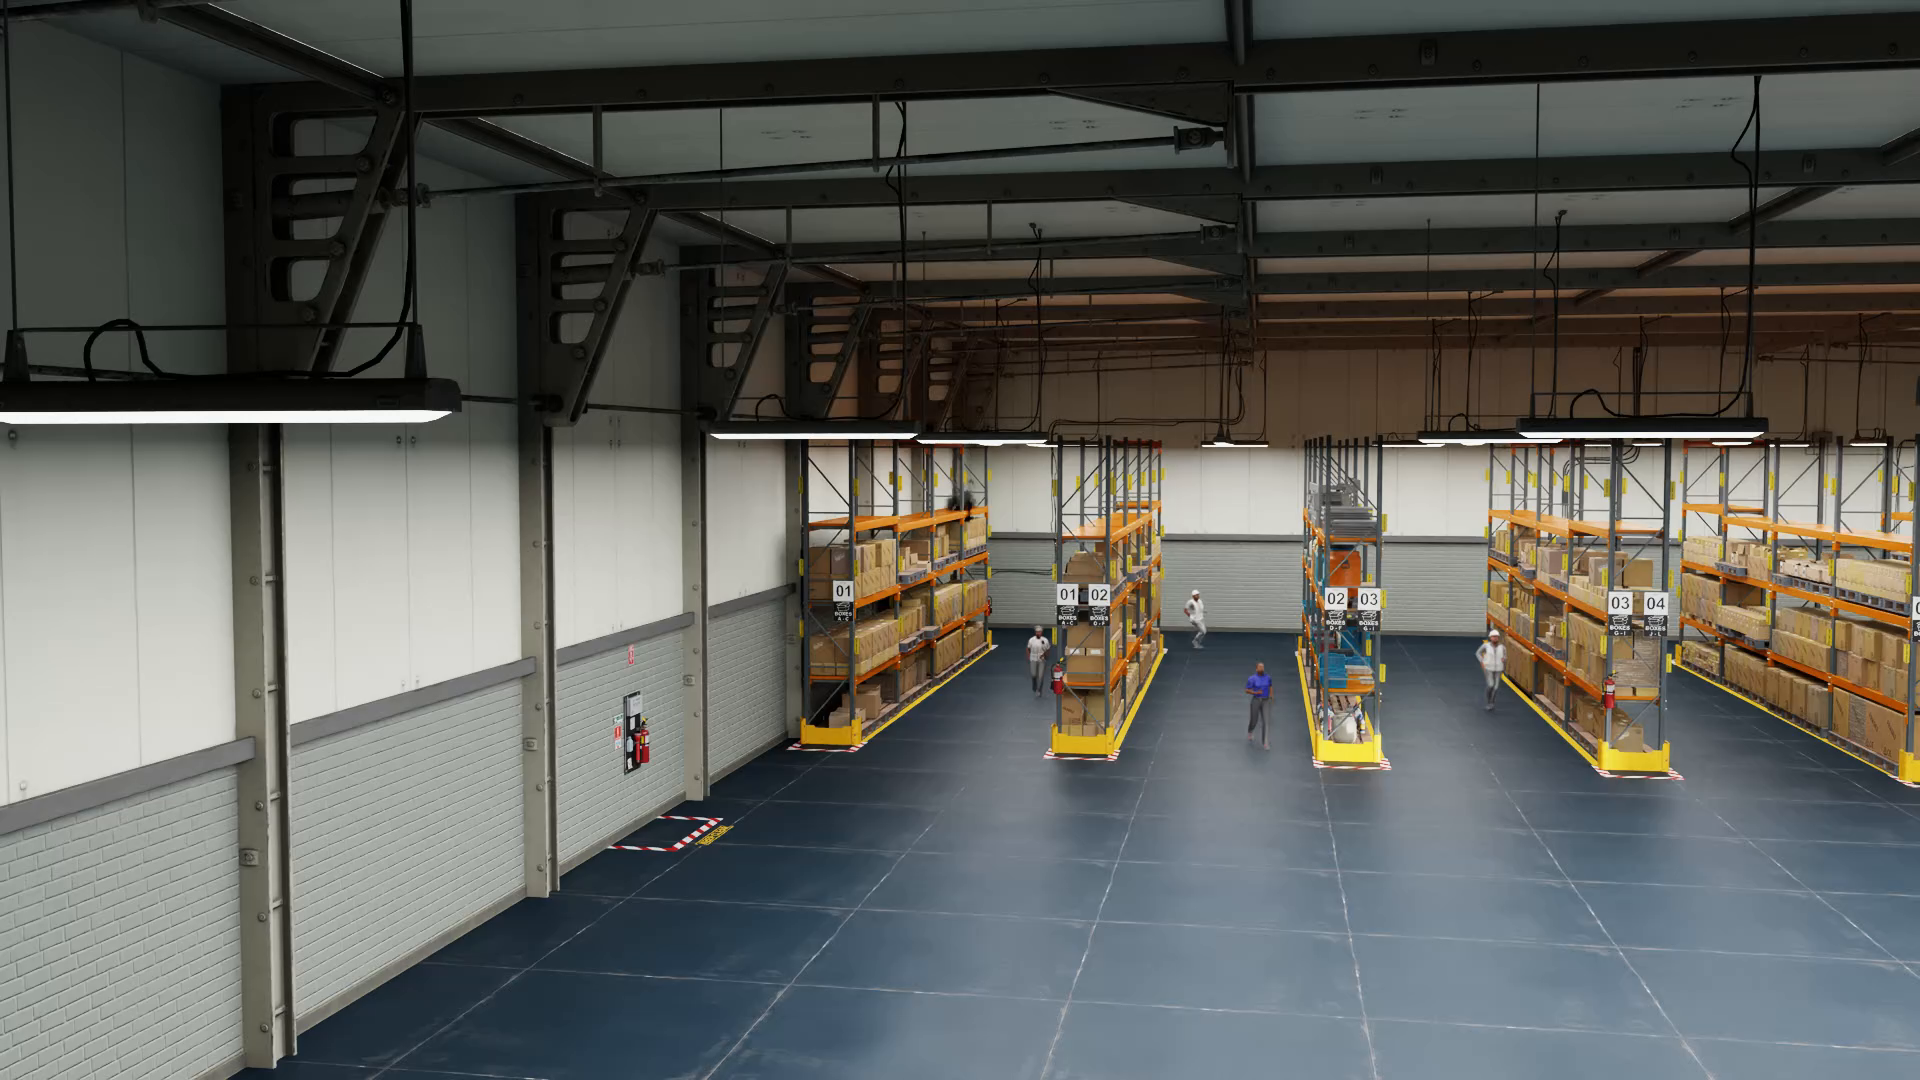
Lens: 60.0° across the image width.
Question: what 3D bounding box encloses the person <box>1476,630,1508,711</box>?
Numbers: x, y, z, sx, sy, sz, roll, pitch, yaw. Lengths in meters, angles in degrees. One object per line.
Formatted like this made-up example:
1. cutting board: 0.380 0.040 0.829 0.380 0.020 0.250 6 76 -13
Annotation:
1. person: 11.718 2.872 36.541 0.633 1.789 0.726 0 3 0

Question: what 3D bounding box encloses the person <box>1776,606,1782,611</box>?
1. person: 21.433 2.542 43.469 0.647 1.656 0.873 0 3 -5

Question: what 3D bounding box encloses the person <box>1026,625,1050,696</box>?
1. person: 1.803 2.808 38.583 0.568 1.659 0.548 0 3 6

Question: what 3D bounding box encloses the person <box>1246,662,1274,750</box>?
1. person: 5.767 3.158 32.033 0.560 1.633 0.893 0 3 -5

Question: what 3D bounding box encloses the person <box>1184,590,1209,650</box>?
1. person: 6.827 2.299 47.694 0.581 1.739 0.677 2 4 35
